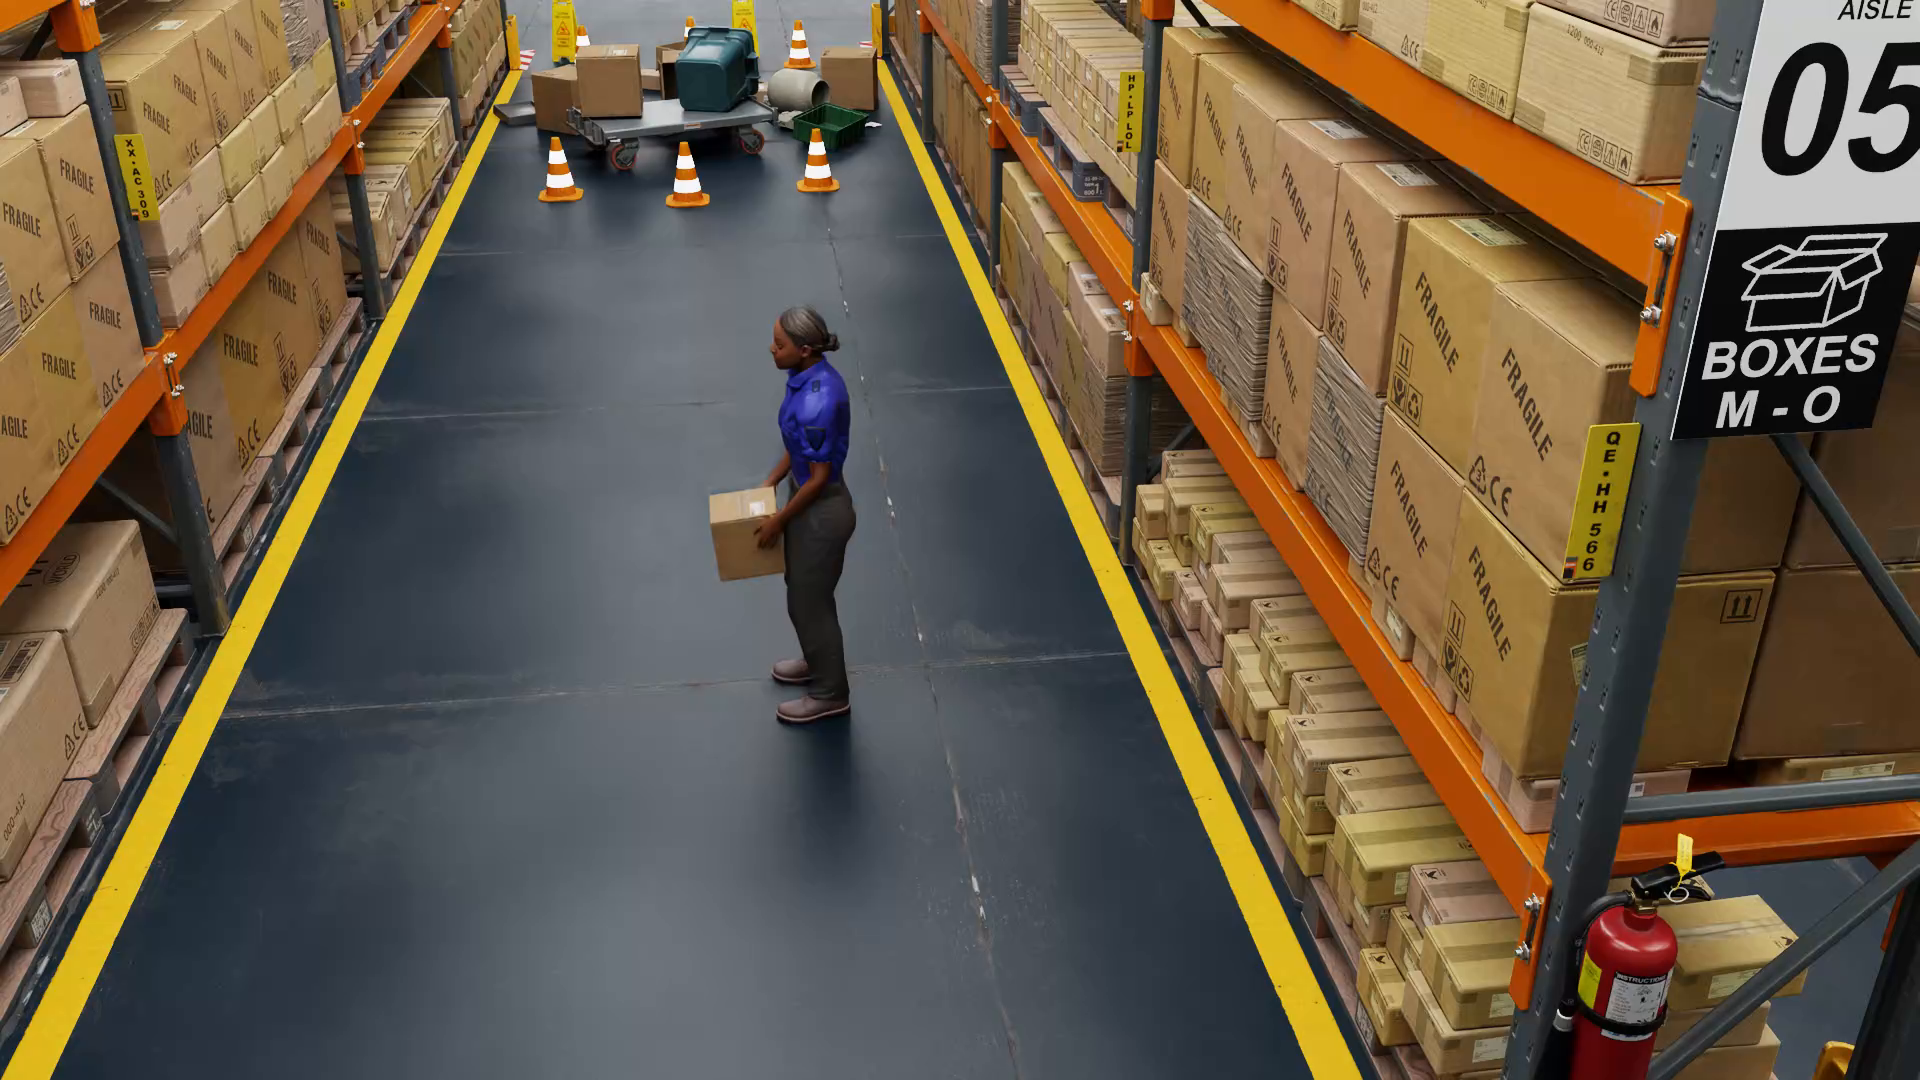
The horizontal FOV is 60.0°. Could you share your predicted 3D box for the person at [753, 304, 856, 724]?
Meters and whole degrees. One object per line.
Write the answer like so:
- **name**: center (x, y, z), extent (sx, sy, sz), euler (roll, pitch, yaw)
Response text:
- **person**: center (-0.596, -0.096, 6.316), extent (0.391, 1.648, 0.481), euler (-4, 28, -8)
